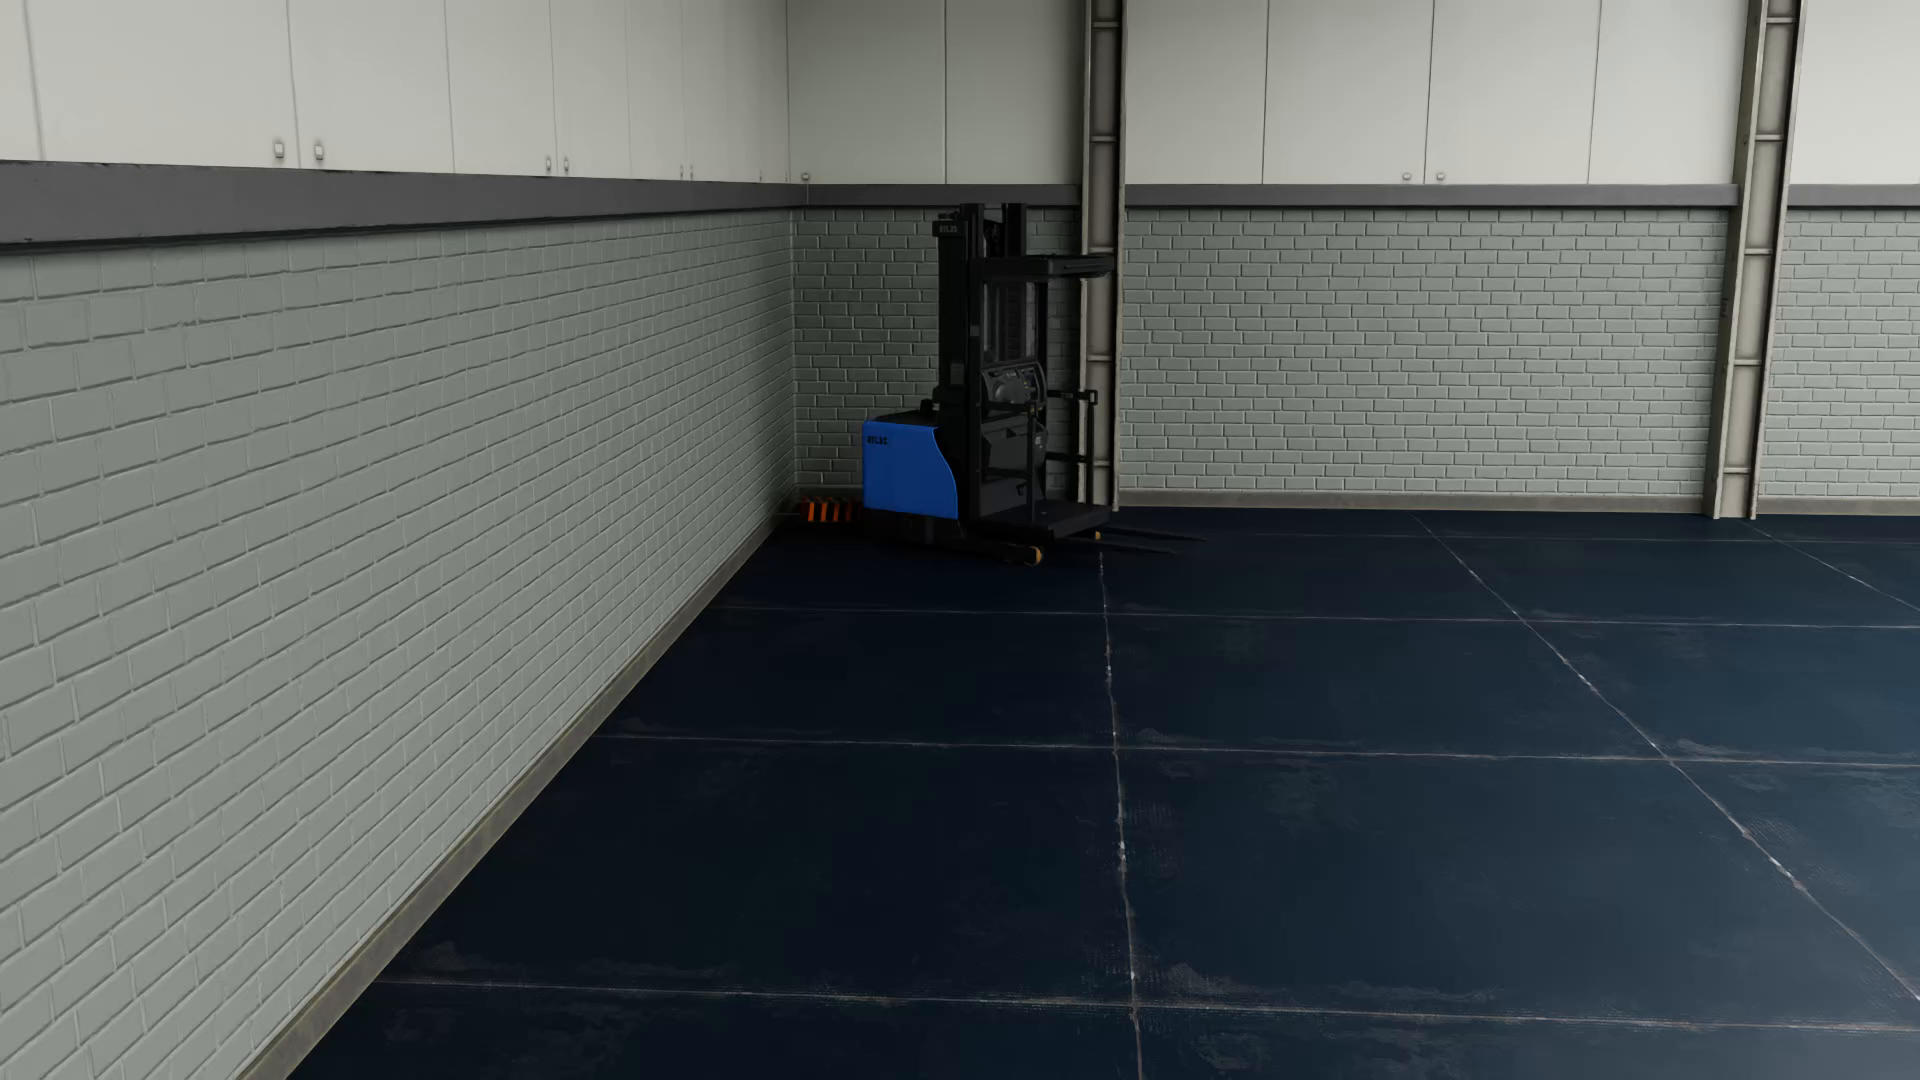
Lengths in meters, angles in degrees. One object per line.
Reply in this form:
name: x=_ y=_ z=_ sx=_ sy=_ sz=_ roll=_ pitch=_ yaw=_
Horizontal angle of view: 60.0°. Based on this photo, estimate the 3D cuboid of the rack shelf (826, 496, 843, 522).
rack shelf: x=-1.151 y=-0.286 z=15.247 sx=0.103 sy=0.180 sz=0.258 roll=1 pitch=17 yaw=-24

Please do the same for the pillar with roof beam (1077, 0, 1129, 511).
pillar with roof beam: x=1.058 y=-3.837 z=11.134 sx=0.400 sy=9.000 sz=9.100 roll=1 pitch=12 yaw=4

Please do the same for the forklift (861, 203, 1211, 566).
forklift: x=0.634 y=-1.341 z=14.019 sx=3.031 sy=2.935 sz=1.130 roll=8 pitch=14 yaw=33

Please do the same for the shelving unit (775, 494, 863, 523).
shelving unit: x=-1.082 y=-0.285 z=15.278 sx=1.200 sy=0.189 sz=0.258 roll=1 pitch=17 yaw=-24

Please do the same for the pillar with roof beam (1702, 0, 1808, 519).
pillar with roof beam: x=7.045 y=-3.755 z=10.742 sx=0.400 sy=9.000 sz=9.100 roll=1 pitch=12 yaw=4

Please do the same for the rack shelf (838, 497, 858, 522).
rack shelf: x=-1.041 y=-0.284 z=15.296 sx=0.103 sy=0.180 sz=0.258 roll=1 pitch=17 yaw=-24

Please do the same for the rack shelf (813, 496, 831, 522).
rack shelf: x=-1.260 y=-0.288 z=15.197 sx=0.103 sy=0.180 sz=0.258 roll=1 pitch=17 yaw=-24

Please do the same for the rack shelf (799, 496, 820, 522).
rack shelf: x=-1.369 y=-0.290 z=15.148 sx=0.103 sy=0.180 sz=0.258 roll=1 pitch=17 yaw=-24

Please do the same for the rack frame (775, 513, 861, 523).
rack frame: x=-1.094 y=-0.198 z=15.302 sx=1.200 sy=0.006 sz=0.240 roll=1 pitch=17 yaw=-24

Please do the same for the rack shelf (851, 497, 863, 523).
rack shelf: x=-0.932 y=-0.283 z=15.345 sx=0.103 sy=0.180 sz=0.258 roll=1 pitch=17 yaw=-24

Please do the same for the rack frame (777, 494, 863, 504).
rack frame: x=-1.070 y=-0.373 z=15.254 sx=1.200 sy=0.006 sz=0.240 roll=1 pitch=17 yaw=-24
